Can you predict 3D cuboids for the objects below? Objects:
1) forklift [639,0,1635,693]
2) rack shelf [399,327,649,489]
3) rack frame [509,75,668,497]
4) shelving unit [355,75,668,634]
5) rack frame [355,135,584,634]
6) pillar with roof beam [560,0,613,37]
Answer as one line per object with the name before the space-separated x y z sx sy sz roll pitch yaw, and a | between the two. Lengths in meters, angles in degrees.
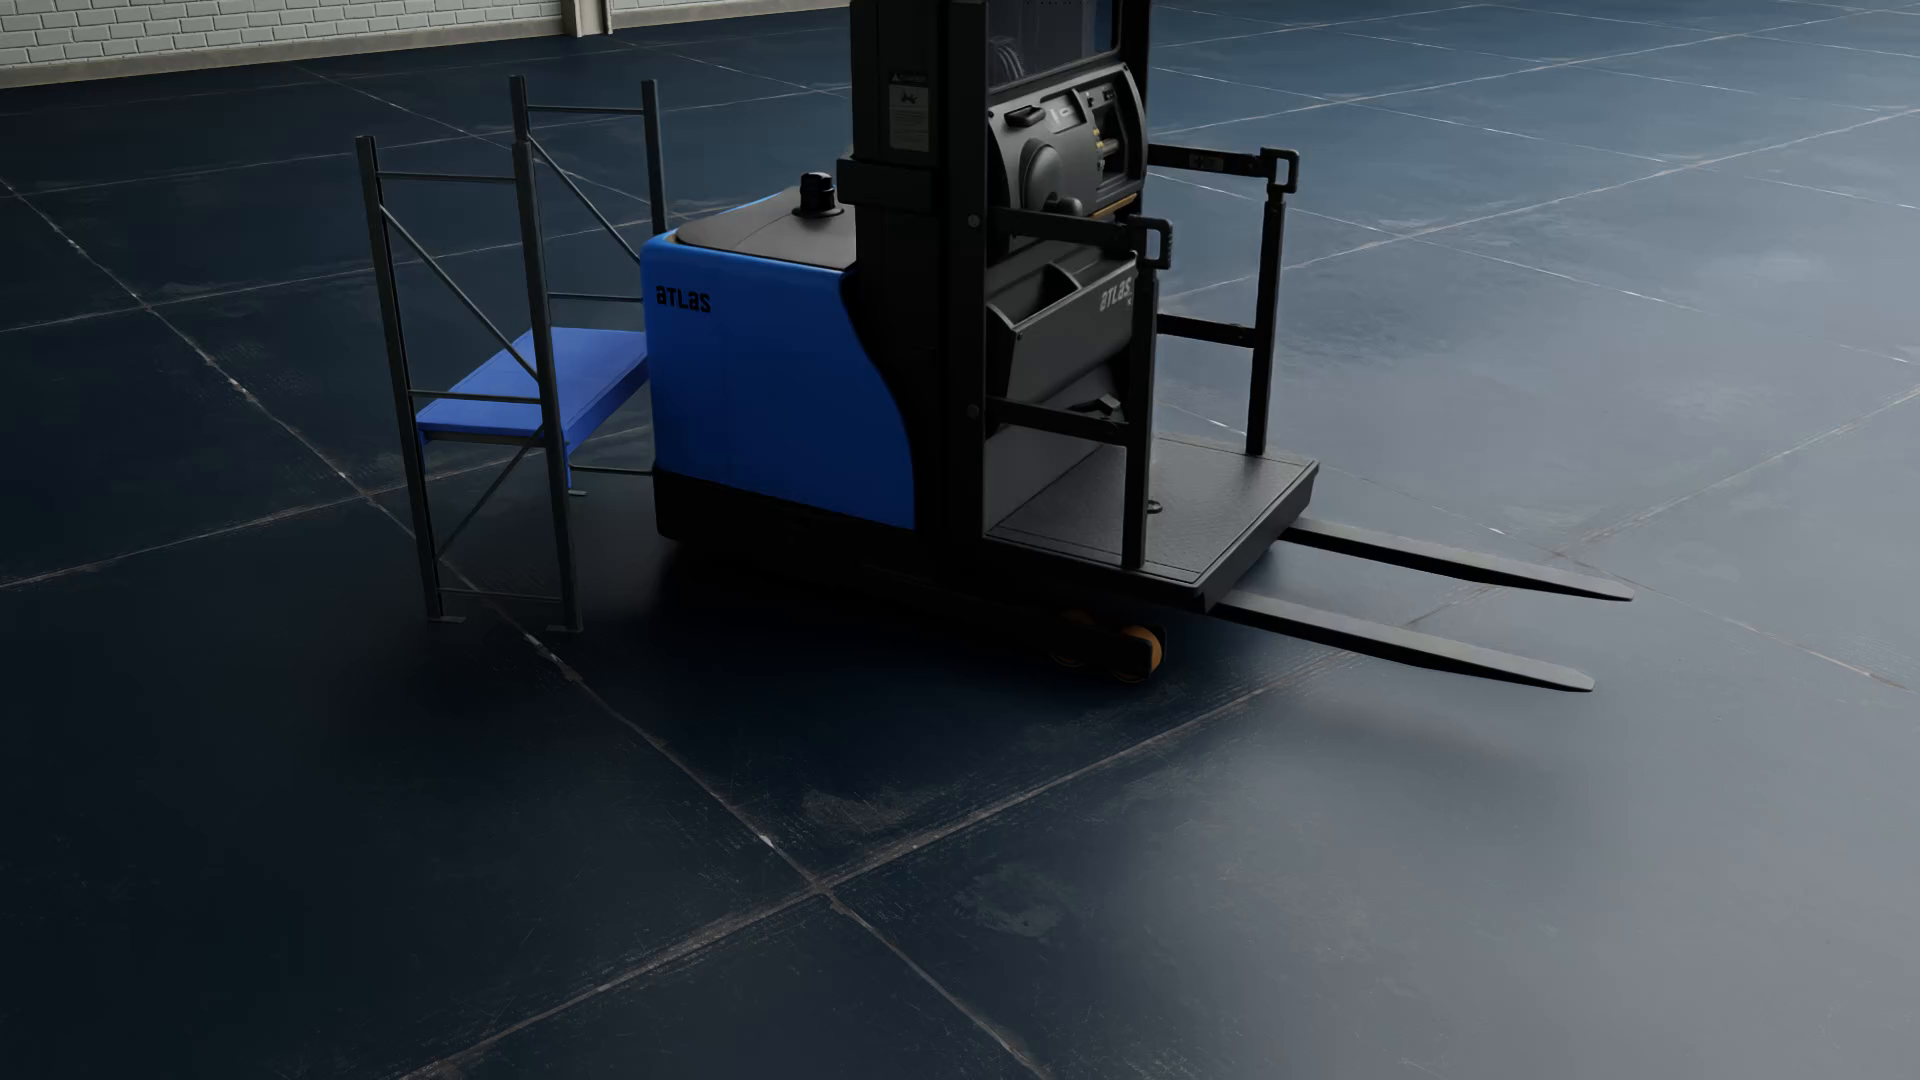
forklift | 0.506 -1.168 4.784 3.031 2.935 1.130 13 28 27
rack shelf | -1.327 -0.462 5.390 0.538 0.185 1.000 4 25 9
rack frame | -1.239 -0.836 5.769 0.500 1.500 0.032 4 25 9
shelving unit | -1.327 -0.625 5.315 0.538 1.500 1.048 4 25 9
rack frame | -1.415 -0.414 4.861 0.500 1.500 0.032 4 25 9
pillar with roof beam | -1.083 -7.752 11.763 0.400 9.000 9.100 -18 31 -34
